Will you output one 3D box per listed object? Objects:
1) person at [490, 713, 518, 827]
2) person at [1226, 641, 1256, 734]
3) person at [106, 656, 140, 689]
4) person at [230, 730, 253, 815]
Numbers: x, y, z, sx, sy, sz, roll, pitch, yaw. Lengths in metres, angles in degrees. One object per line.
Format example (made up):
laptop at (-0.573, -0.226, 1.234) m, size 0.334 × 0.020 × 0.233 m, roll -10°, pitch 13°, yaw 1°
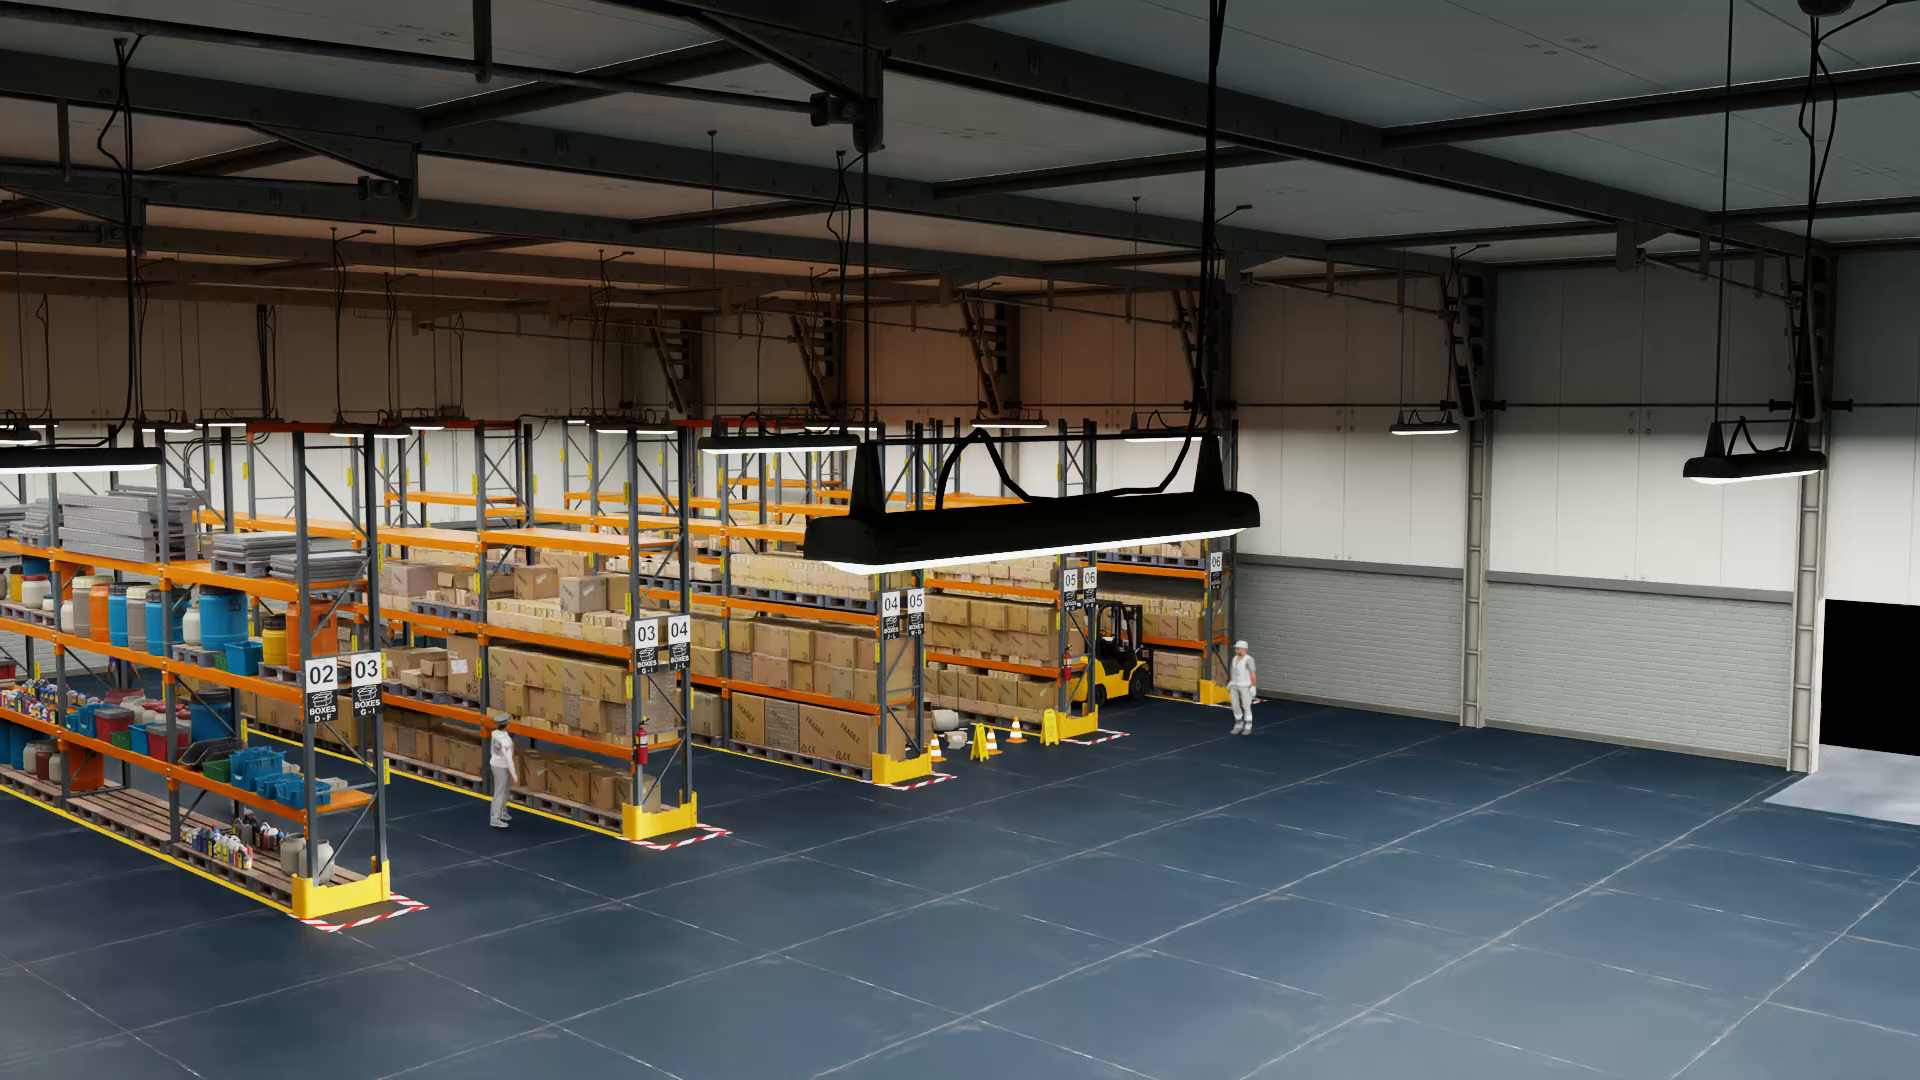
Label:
person at (-6.902, 3.461, 25.045) m, size 0.421 × 1.718 × 0.609 m, roll -2°, pitch 5°, yaw -23°
person at (5.403, 2.836, 31.887) m, size 0.357 × 1.821 × 0.662 m, roll -5°, pitch 6°, yaw -44°
person at (-17.118, 2.759, 33.992) m, size 0.605 × 1.589 × 1.020 m, roll -4°, pitch 6°, yaw -37°
person at (-11.117, 3.358, 25.667) m, size 0.608 × 1.824 × 0.645 m, roll -2°, pitch 5°, yaw -19°
